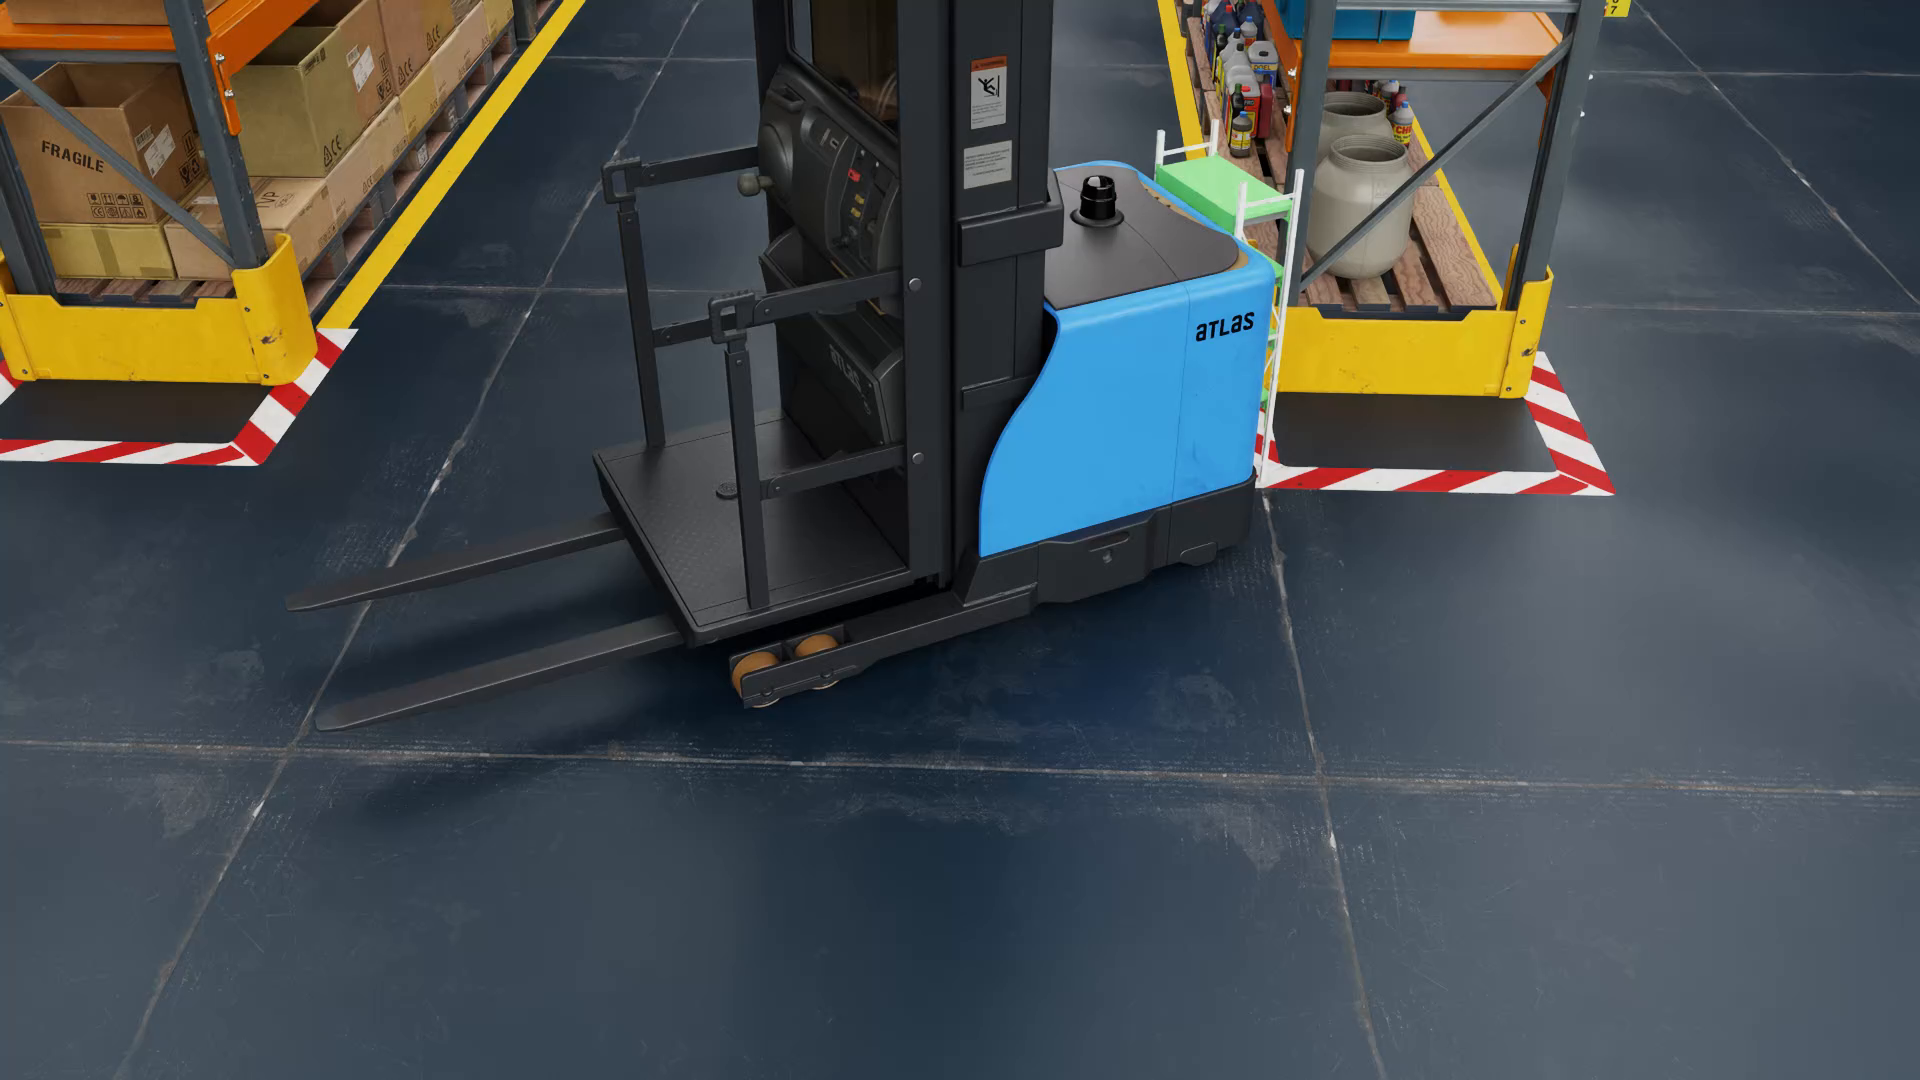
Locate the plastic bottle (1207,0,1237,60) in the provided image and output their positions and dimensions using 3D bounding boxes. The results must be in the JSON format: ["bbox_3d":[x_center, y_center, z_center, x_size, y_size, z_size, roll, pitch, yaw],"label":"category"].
[{"bbox_3d":[1.427,-2.792,9.035,0.144,0.351,0.185,2,35,3],"label":"plastic bottle"}]

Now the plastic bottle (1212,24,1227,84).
[{"bbox_3d":[1.372,-2.562,8.766,0.061,0.283,0.133,3,35,4],"label":"plastic bottle"}]

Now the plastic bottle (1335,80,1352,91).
[{"bbox_3d":[1.999,-2.455,8.614,0.061,0.283,0.133,1,35,2],"label":"plastic bottle"}]

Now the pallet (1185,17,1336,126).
[{"bbox_3d":[1.806,-2.624,9.300,1.003,0.211,1.213,1,35,2],"label":"pallet"}]

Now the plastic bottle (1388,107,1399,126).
[{"bbox_3d":[2.102,-1.981,8.011,0.097,0.201,0.097,0,35,0],"label":"plastic bottle"}]

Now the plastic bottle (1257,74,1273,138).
[{"bbox_3d":[1.494,-2.128,8.148,0.061,0.283,0.133,1,35,2],"label":"plastic bottle"}]

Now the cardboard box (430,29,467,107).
[{"bbox_3d":[-2.910,-2.467,8.678,0.500,0.250,0.500,1,35,2],"label":"cardboard box"}]

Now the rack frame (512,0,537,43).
[{"bbox_3d":[-3.075,-4.266,9.212,1.000,3.000,0.127,1,35,2],"label":"rack frame"}]

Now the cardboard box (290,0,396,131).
[{"bbox_3d":[-2.966,-2.200,7.645,0.500,0.500,0.500,1,35,2],"label":"cardboard box"}]

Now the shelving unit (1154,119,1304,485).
[{"bbox_3d":[0.889,-0.798,5.842,0.258,1.200,0.503,-16,38,-21],"label":"shelving unit"}]

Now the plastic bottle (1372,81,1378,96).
[{"bbox_3d":[2.120,-2.233,8.369,0.097,0.201,0.097,0,35,0],"label":"plastic bottle"}]

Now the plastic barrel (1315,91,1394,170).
[{"bbox_3d":[1.684,-1.673,7.321,0.421,0.512,0.421,0,35,0],"label":"plastic barrel"}]

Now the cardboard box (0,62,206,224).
[{"bbox_3d":[-3.511,-1.637,6.844,0.500,0.500,0.500,1,35,2],"label":"cardboard box"}]

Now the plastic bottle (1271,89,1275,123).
[{"bbox_3d":[1.518,-2.184,8.300,0.097,0.201,0.097,0,35,0],"label":"plastic bottle"}]

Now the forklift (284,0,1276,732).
[{"bbox_3d":[-0.567,-1.041,4.682,3.031,2.935,1.130,-16,38,-21],"label":"forklift"}]

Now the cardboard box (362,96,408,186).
[{"bbox_3d":[-2.955,-1.893,7.860,0.500,0.250,0.500,1,35,2],"label":"cardboard box"}]

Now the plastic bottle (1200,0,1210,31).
[{"bbox_3d":[1.424,-3.041,9.458,0.097,0.271,0.097,0,35,0],"label":"plastic bottle"}]

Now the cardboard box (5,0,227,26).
[{"bbox_3d":[-3.204,-2.277,6.294,0.700,0.500,0.500,1,35,2],"label":"cardboard box"}]

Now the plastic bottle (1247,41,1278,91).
[{"bbox_3d":[1.552,-2.420,8.570,0.152,0.276,0.135,1,35,2],"label":"plastic bottle"}]

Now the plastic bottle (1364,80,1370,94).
[{"bbox_3d":[2.128,-2.351,8.537,0.097,0.201,0.097,0,35,0],"label":"plastic bottle"}]

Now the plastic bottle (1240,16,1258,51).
[{"bbox_3d":[1.542,-2.673,8.935,0.097,0.271,0.097,0,35,0],"label":"plastic bottle"}]

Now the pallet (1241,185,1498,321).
[{"bbox_3d":[1.708,-1.222,7.305,1.003,0.211,1.213,1,35,2],"label":"pallet"}]

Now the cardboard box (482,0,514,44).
[{"bbox_3d":[-2.875,-3.042,9.495,0.500,0.250,0.500,1,35,2],"label":"cardboard box"}]

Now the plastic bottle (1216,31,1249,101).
[{"bbox_3d":[1.403,-2.439,8.533,0.144,0.351,0.185,1,35,2],"label":"plastic bottle"}]

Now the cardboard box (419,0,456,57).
[{"bbox_3d":[-2.923,-2.774,8.463,0.500,0.500,0.500,1,35,2],"label":"cardboard box"}]

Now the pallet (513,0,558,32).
[{"bbox_3d":[-3.084,-3.550,10.617,1.003,0.211,1.213,1,35,2],"label":"pallet"}]

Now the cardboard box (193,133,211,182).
[{"bbox_3d":[-3.501,-1.618,7.469,0.500,0.250,0.500,1,35,2],"label":"cardboard box"}]

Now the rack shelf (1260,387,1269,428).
[{"bbox_3d":[0.889,-0.549,6.017,0.258,0.148,0.480,-16,38,-21],"label":"rack shelf"}]

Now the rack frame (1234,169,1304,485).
[{"bbox_3d":[0.998,-0.672,5.663,0.240,1.200,0.015,-16,38,-21],"label":"rack frame"}]

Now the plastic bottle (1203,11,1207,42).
[{"bbox_3d":[1.416,-2.895,9.312,0.097,0.201,0.097,0,35,0],"label":"plastic bottle"}]

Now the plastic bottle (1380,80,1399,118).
[{"bbox_3d":[2.112,-2.147,8.186,0.097,0.271,0.097,0,35,0],"label":"plastic bottle"}]

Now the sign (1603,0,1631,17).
[{"bbox_3d":[2.263,-1.950,5.675,0.100,0.325,0.005,1,35,2],"label":"sign"}]

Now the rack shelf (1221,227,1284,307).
[{"bbox_3d":[0.889,-0.942,5.741,0.258,0.148,0.480,-16,38,-21],"label":"rack shelf"}]

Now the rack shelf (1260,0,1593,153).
[{"bbox_3d":[1.794,-2.706,7.618,1.077,0.370,4.000,1,35,2],"label":"rack shelf"}]

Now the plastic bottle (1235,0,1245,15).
[{"bbox_3d":[1.545,-2.857,9.186,0.061,0.283,0.133,1,35,2],"label":"plastic bottle"}]

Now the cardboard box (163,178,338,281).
[{"bbox_3d":[-2.992,-1.318,7.043,0.500,0.250,0.500,1,35,2],"label":"cardboard box"}]

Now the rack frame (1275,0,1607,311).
[{"bbox_3d":[1.714,-1.852,5.776,1.000,3.000,0.127,1,35,2],"label":"rack frame"}]

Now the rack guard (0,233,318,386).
[{"bbox_3d":[-3.236,-0.932,6.641,1.175,0.500,0.348,1,35,2],"label":"rack guard"}]

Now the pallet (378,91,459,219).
[{"bbox_3d":[-3.195,-1.967,8.365,1.003,0.211,1.213,1,35,2],"label":"pallet"}]

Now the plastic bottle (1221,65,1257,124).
[{"bbox_3d":[1.393,-2.206,8.267,0.152,0.276,0.135,0,35,1],"label":"plastic bottle"}]

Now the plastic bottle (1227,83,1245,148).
[{"bbox_3d":[1.336,-2.053,8.042,0.061,0.283,0.133,2,35,3],"label":"plastic bottle"}]
